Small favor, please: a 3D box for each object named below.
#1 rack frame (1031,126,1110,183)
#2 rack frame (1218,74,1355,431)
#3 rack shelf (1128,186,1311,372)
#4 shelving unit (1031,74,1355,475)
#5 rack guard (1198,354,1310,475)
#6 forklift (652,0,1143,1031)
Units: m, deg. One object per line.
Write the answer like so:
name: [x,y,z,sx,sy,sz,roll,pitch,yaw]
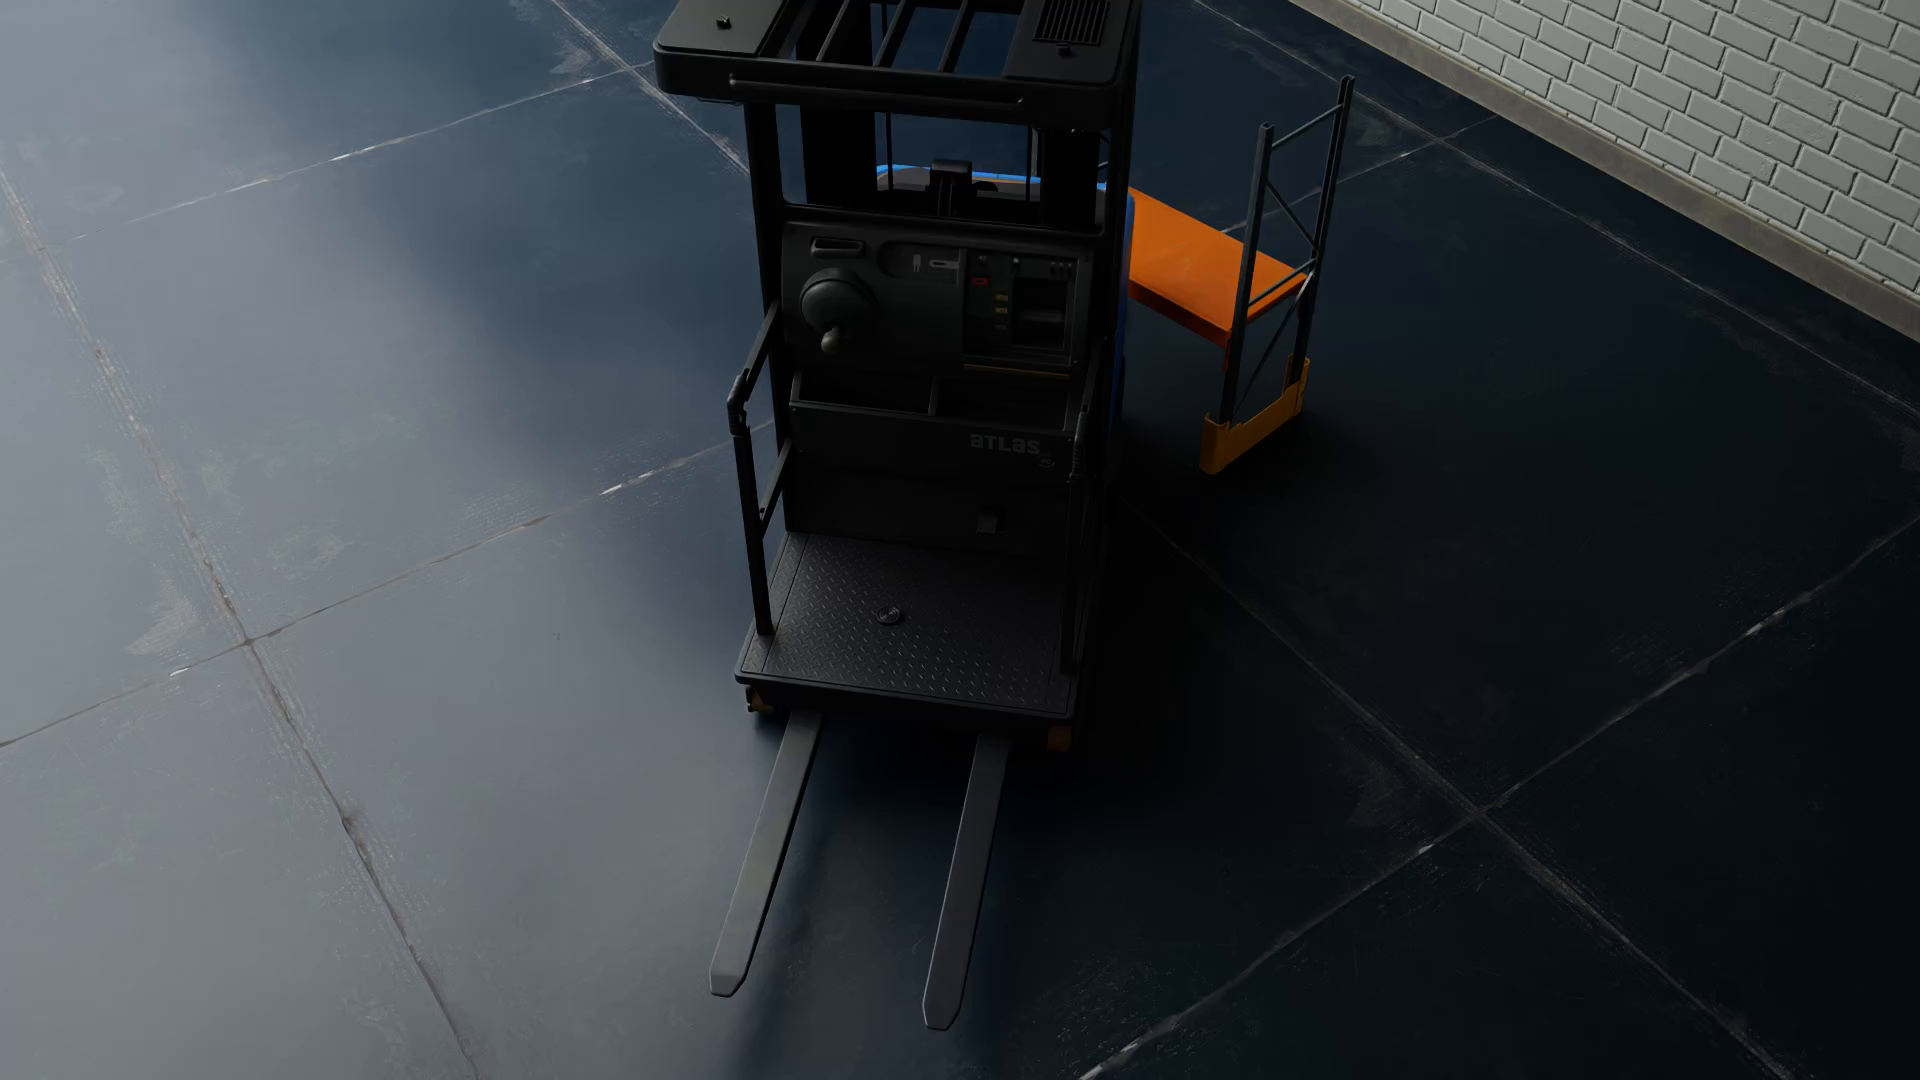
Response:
rack frame: [0.465,-1.443,6.675,0.500,1.500,0.032,-35,53,-31]
rack frame: [1.182,-0.945,6.154,0.500,1.500,0.032,-35,53,-31]
rack shelf: [0.823,-1.064,6.539,0.538,0.185,1.000,-35,53,-31]
shelving unit: [0.817,-1.198,6.419,0.587,1.500,1.083,-35,53,-31]
rack guard: [1.168,-0.502,6.595,0.587,0.250,0.087,-35,53,-31]
forklift: [-0.107,-0.632,4.790,1.130,2.935,3.031,7,44,7]
